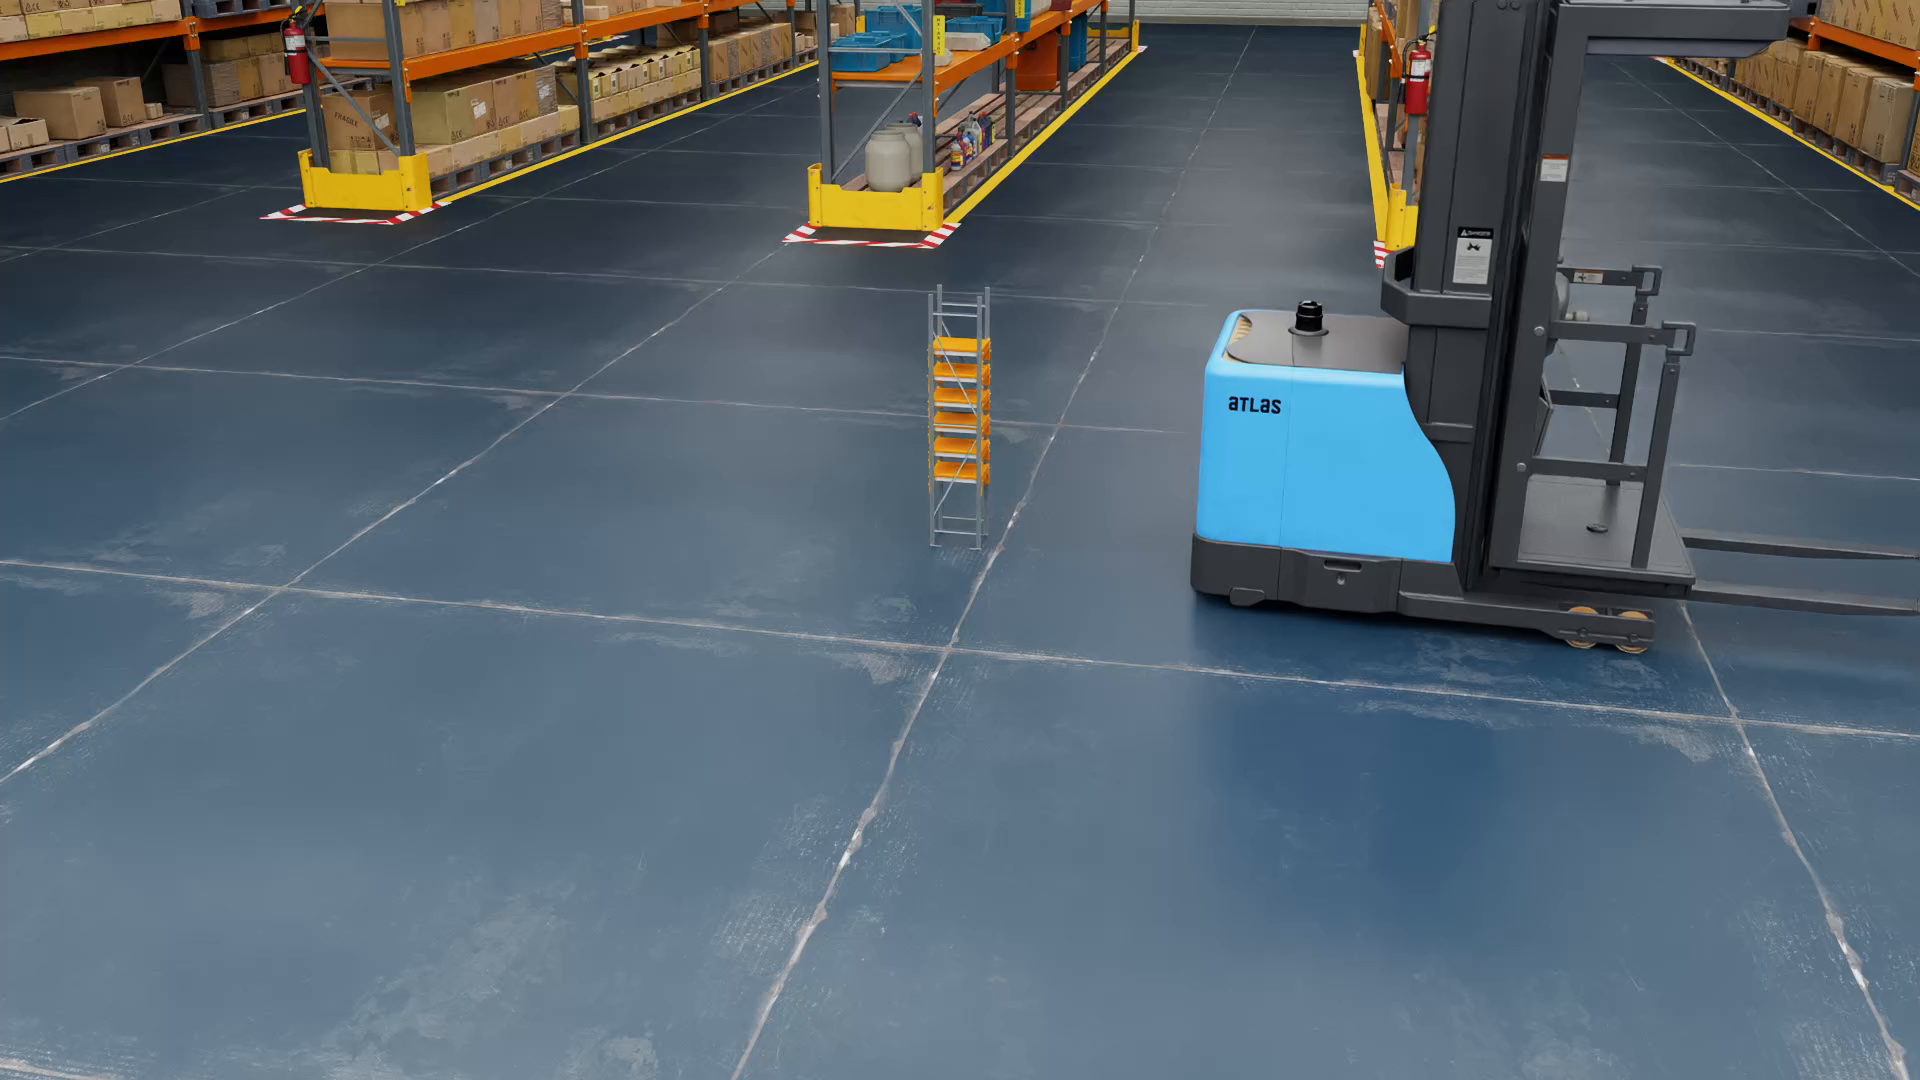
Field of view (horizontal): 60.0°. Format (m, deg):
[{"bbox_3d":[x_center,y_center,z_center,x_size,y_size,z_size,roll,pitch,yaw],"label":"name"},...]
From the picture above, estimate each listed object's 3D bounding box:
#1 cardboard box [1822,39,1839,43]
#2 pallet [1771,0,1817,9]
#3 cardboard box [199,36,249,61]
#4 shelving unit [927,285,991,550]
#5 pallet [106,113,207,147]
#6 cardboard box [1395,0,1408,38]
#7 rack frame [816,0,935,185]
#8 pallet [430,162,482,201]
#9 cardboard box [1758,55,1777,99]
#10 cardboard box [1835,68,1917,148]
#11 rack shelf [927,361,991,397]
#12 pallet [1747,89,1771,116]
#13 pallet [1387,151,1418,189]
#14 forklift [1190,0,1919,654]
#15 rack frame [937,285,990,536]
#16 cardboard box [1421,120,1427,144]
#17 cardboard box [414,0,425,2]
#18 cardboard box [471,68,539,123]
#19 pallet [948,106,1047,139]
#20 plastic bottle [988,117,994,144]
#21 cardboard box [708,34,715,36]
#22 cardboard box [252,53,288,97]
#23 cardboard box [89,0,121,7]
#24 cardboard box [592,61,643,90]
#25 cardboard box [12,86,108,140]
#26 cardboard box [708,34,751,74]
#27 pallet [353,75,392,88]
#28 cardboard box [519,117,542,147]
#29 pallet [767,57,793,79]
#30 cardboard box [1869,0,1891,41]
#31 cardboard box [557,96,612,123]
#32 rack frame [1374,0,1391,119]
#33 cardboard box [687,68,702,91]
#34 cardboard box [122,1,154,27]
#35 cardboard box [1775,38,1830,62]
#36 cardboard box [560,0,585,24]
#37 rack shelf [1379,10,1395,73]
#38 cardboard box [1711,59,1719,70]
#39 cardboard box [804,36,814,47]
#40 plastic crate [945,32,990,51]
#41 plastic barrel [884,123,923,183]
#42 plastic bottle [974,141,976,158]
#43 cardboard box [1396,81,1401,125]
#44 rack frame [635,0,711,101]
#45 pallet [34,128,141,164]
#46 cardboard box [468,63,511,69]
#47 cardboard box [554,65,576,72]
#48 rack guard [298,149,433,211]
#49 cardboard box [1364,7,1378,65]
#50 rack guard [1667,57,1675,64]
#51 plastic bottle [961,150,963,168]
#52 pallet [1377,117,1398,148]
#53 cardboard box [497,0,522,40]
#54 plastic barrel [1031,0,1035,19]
[{"bbox_3d":[11.082,-6.107,20.781,0.500,0.250,0.500,4,22,10],"label":"cardboard box"},{"bbox_3d":[10.964,-6.942,21.333,1.003,0.211,1.213,4,22,11],"label":"pallet"},{"bbox_3d":[-9.378,-6.213,21.019,0.500,0.250,0.500,4,22,10],"label":"cardboard box"},{"bbox_3d":[-0.003,-0.551,7.616,0.258,1.200,0.189,4,22,11],"label":"shelving unit"},{"bbox_3d":[-9.700,-4.847,19.607,1.003,0.211,1.213,4,22,11],"label":"pallet"},{"bbox_3d":[4.661,-5.101,15.971,0.875,0.500,0.500,4,22,11],"label":"cardboard box"},{"bbox_3d":[-0.716,-4.171,14.195,1.000,3.000,0.127,4,22,11],"label":"rack frame"},{"bbox_3d":[-5.449,-3.539,16.359,1.003,0.211,1.213,4,22,11],"label":"pallet"},{"bbox_3d":[10.681,-5.984,21.481,0.500,0.500,0.500,3,22,9],"label":"cardboard box"},{"bbox_3d":[10.024,-4.579,17.657,1.050,0.750,0.750,4,22,11],"label":"cardboard box"},{"bbox_3d":[-0.003,-0.733,7.543,0.258,0.103,0.180,4,22,11],"label":"rack shelf"},{"bbox_3d":[11.013,-5.741,21.826,1.003,0.211,1.213,4,22,11],"label":"pallet"},{"bbox_3d":[4.847,-3.715,16.794,1.003,0.211,1.213,4,22,11],"label":"pallet"},{"bbox_3d":[2.569,-1.121,6.714,3.031,2.935,1.130,5,23,13],"label":"forklift"},{"bbox_3d":[0.016,-0.585,7.699,0.240,1.200,0.006,4,22,11],"label":"rack frame"},{"bbox_3d":[4.669,-3.705,15.822,0.500,0.500,0.500,2,22,6],"label":"cardboard box"},{"bbox_3d":[-5.222,-5.121,15.552,0.380,0.149,0.250,4,22,10],"label":"cardboard box"},{"bbox_3d":[-4.840,-4.729,17.694,0.500,0.500,0.500,4,22,11],"label":"cardboard box"},{"bbox_3d":[0.470,-5.078,20.180,1.003,0.211,1.213,4,22,11],"label":"pallet"},{"bbox_3d":[0.325,-4.377,17.753,0.061,0.283,0.133,6,23,14],"label":"plastic bottle"},{"bbox_3d":[-3.865,-7.070,24.149,0.500,0.500,0.500,4,22,9],"label":"cardboard box"},{"bbox_3d":[-9.264,-6.080,21.693,0.700,0.500,0.500,5,22,12],"label":"cardboard box"},{"bbox_3d":[-9.601,-6.114,18.189,0.500,0.500,0.500,4,22,9],"label":"cardboard box"},{"bbox_3d":[-4.208,-5.697,20.351,0.500,0.311,0.500,4,22,9],"label":"cardboard box"},{"bbox_3d":[-9.870,-4.690,18.241,0.700,0.500,0.500,3,22,8],"label":"cardboard box"},{"bbox_3d":[-3.350,-7.040,24.076,0.500,0.500,0.500,4,22,10],"label":"cardboard box"},{"bbox_3d":[-8.547,-6.841,24.557,1.003,0.211,1.213,4,22,11],"label":"pallet"},{"bbox_3d":[-4.828,-4.380,17.832,0.500,0.250,0.500,4,22,11],"label":"cardboard box"},{"bbox_3d":[-3.244,-7.345,25.808,1.003,0.211,1.213,4,22,11],"label":"pallet"},{"bbox_3d":[9.835,-5.469,17.283,0.500,0.500,0.500,5,22,11],"label":"cardboard box"},{"bbox_3d":[-4.423,-5.061,19.523,0.500,0.250,0.500,4,22,10],"label":"cardboard box"},{"bbox_3d":[5.766,-6.719,20.522,1.000,3.000,0.127,4,22,11],"label":"rack frame"},{"bbox_3d":[-3.800,-6.184,22.312,0.500,0.250,0.500,5,22,12],"label":"cardboard box"},{"bbox_3d":[-9.508,-5.951,18.788,0.500,0.250,0.500,5,22,11],"label":"cardboard box"},{"bbox_3d":[10.576,-6.143,20.871,0.500,0.250,0.500,5,22,12],"label":"cardboard box"},{"bbox_3d":[-4.690,-6.127,19.252,0.500,0.250,0.500,6,23,14],"label":"cardboard box"},{"bbox_3d":[5.358,-5.654,18.840,1.077,0.370,4.000,4,22,11],"label":"rack shelf"},{"bbox_3d":[11.289,-6.999,24.471,0.380,0.149,0.250,4,22,9],"label":"cardboard box"},{"bbox_3d":[-2.651,-8.283,27.608,0.380,0.166,0.250,4,22,11],"label":"cardboard box"},{"bbox_3d":[0.017,-4.898,16.354,0.530,0.136,0.437,4,22,11],"label":"plastic crate"},{"bbox_3d":[-0.554,-3.642,15.649,0.421,0.512,0.421,0,22,0],"label":"plastic barrel"},{"bbox_3d":[0.112,-3.990,16.902,0.097,0.201,0.097,0,22,0],"label":"plastic bottle"},{"bbox_3d":[5.325,-4.901,18.766,0.700,0.500,0.500,3,22,6],"label":"cardboard box"},{"bbox_3d":[-3.931,-7.476,22.401,1.000,3.000,0.127,4,22,11],"label":"rack frame"},{"bbox_3d":[-9.947,-4.400,18.496,1.003,0.211,1.213,4,22,11],"label":"pallet"},{"bbox_3d":[-5.243,-4.951,18.246,0.500,0.500,0.500,4,22,11],"label":"cardboard box"},{"bbox_3d":[-4.846,-5.553,19.994,0.500,0.311,0.500,5,22,12],"label":"cardboard box"},{"bbox_3d":[-5.569,-3.382,15.581,1.175,0.500,0.348,4,22,11],"label":"rack guard"},{"bbox_3d":[6.471,-7.156,23.888,1.225,0.875,0.875,5,22,11],"label":"cardboard box"},{"bbox_3d":[12.218,-8.043,27.154,1.175,0.500,0.348,4,22,11],"label":"rack guard"},{"bbox_3d":[-0.019,-3.754,16.317,0.097,0.201,0.097,0,22,0],"label":"plastic bottle"},{"bbox_3d":[5.354,-4.695,19.229,1.003,0.211,1.213,4,22,11],"label":"pallet"},{"bbox_3d":[-5.040,-5.520,17.410,0.700,0.500,0.500,5,22,12],"label":"cardboard box"},{"bbox_3d":[0.660,-6.298,19.295,0.433,0.535,0.433,0,22,0],"label":"plastic barrel"}]
